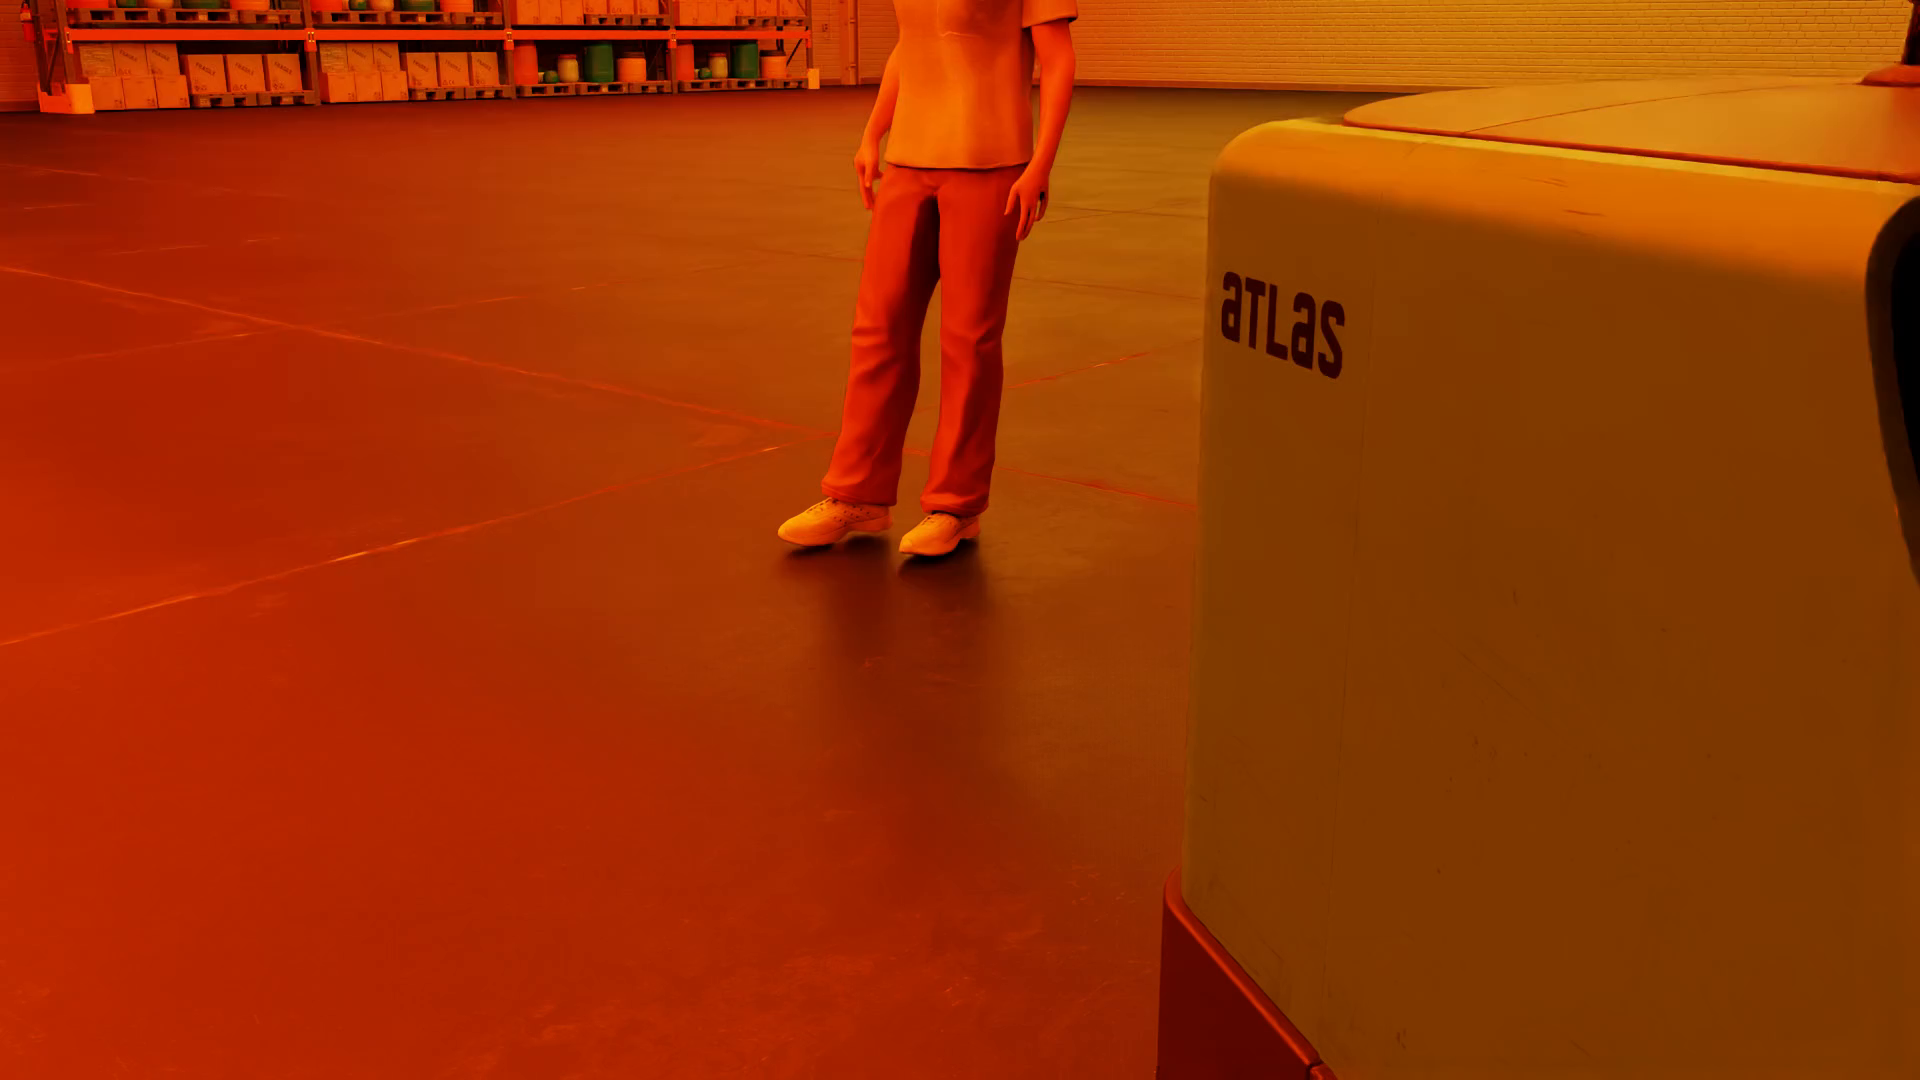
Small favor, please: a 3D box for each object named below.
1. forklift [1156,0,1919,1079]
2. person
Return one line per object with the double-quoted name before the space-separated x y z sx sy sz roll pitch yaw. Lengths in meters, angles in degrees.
"forklift" 1.140 -0.392 0.188 1.130 2.935 3.031 -5 18 -17
"person" -0.010 -0.838 3.679 0.535 1.609 0.427 13 21 37
